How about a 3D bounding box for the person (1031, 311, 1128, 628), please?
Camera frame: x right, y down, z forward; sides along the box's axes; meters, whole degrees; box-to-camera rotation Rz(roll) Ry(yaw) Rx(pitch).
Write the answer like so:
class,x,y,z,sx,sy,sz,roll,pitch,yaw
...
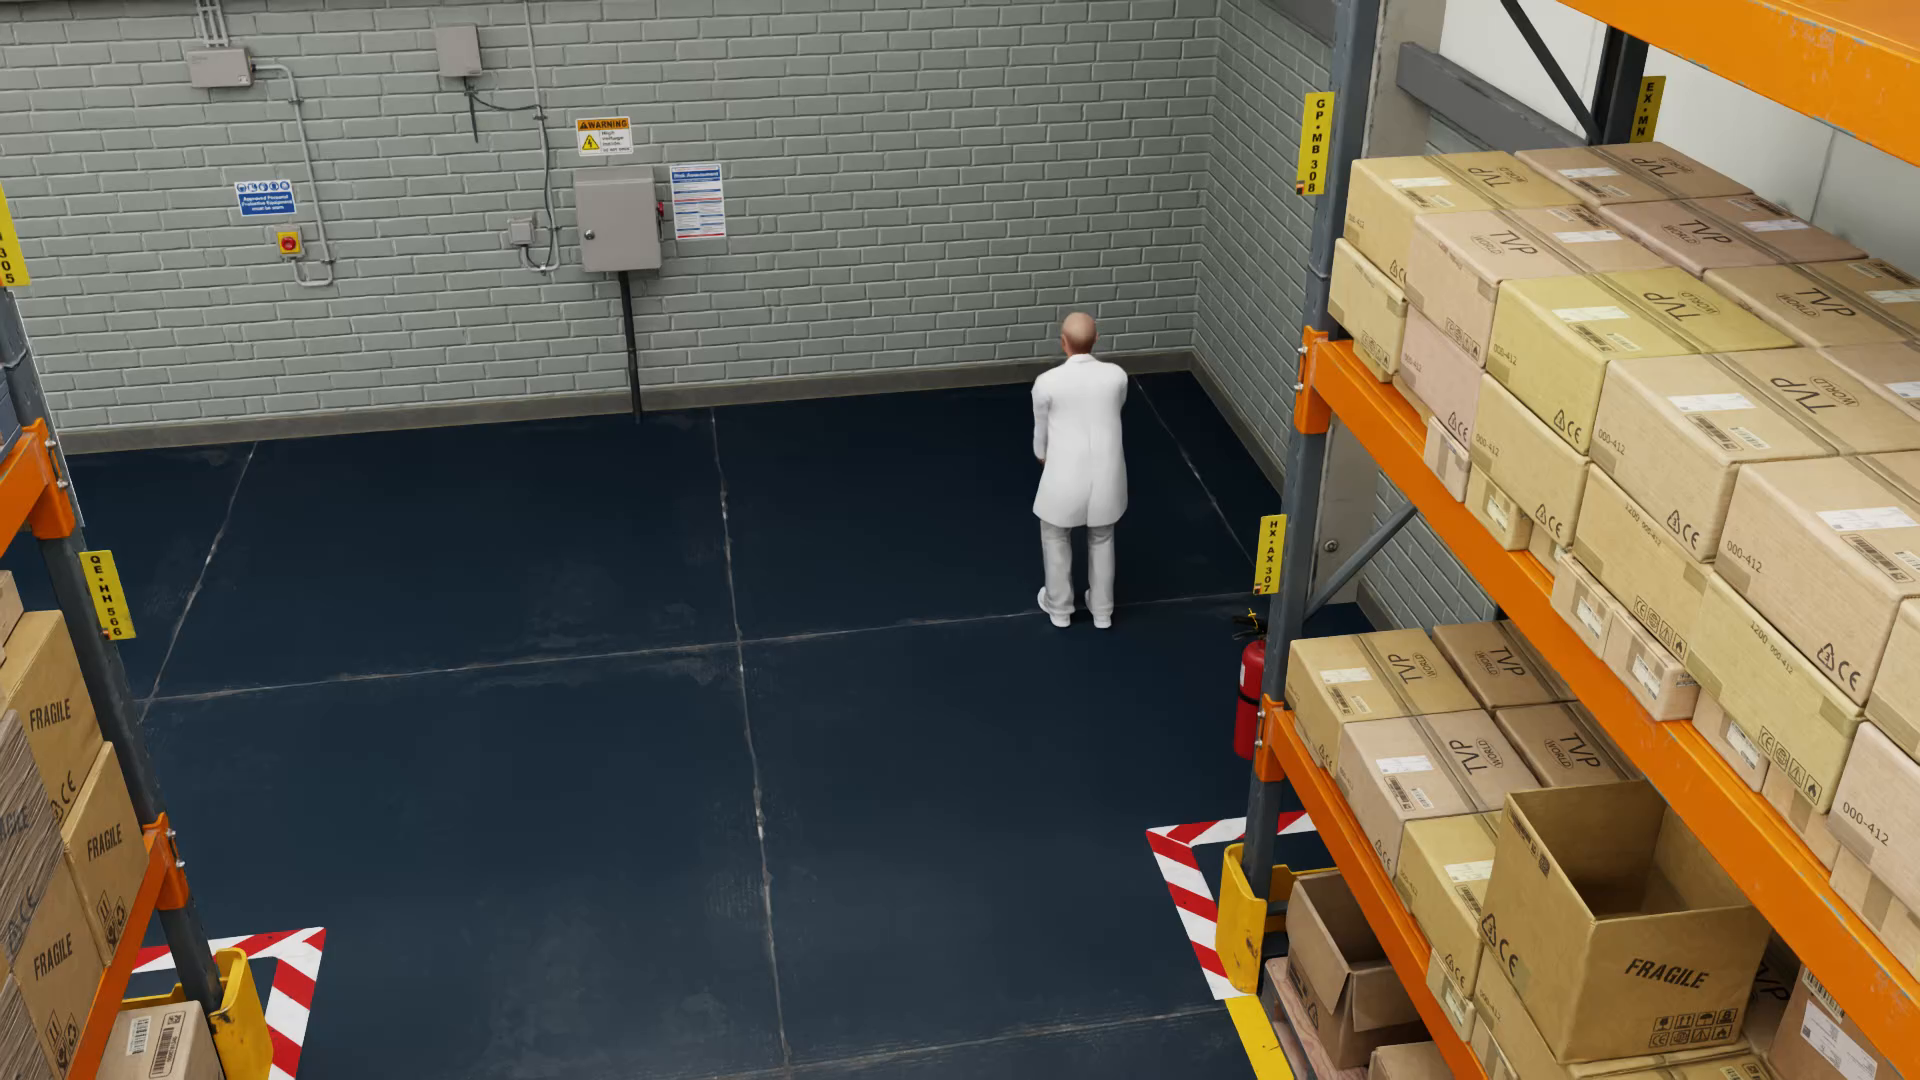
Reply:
class,x,y,z,sx,sy,sz,roll,pitch,yaw
person,0.623,-0.383,8.829,0.532,1.767,0.582,-6,31,-10
